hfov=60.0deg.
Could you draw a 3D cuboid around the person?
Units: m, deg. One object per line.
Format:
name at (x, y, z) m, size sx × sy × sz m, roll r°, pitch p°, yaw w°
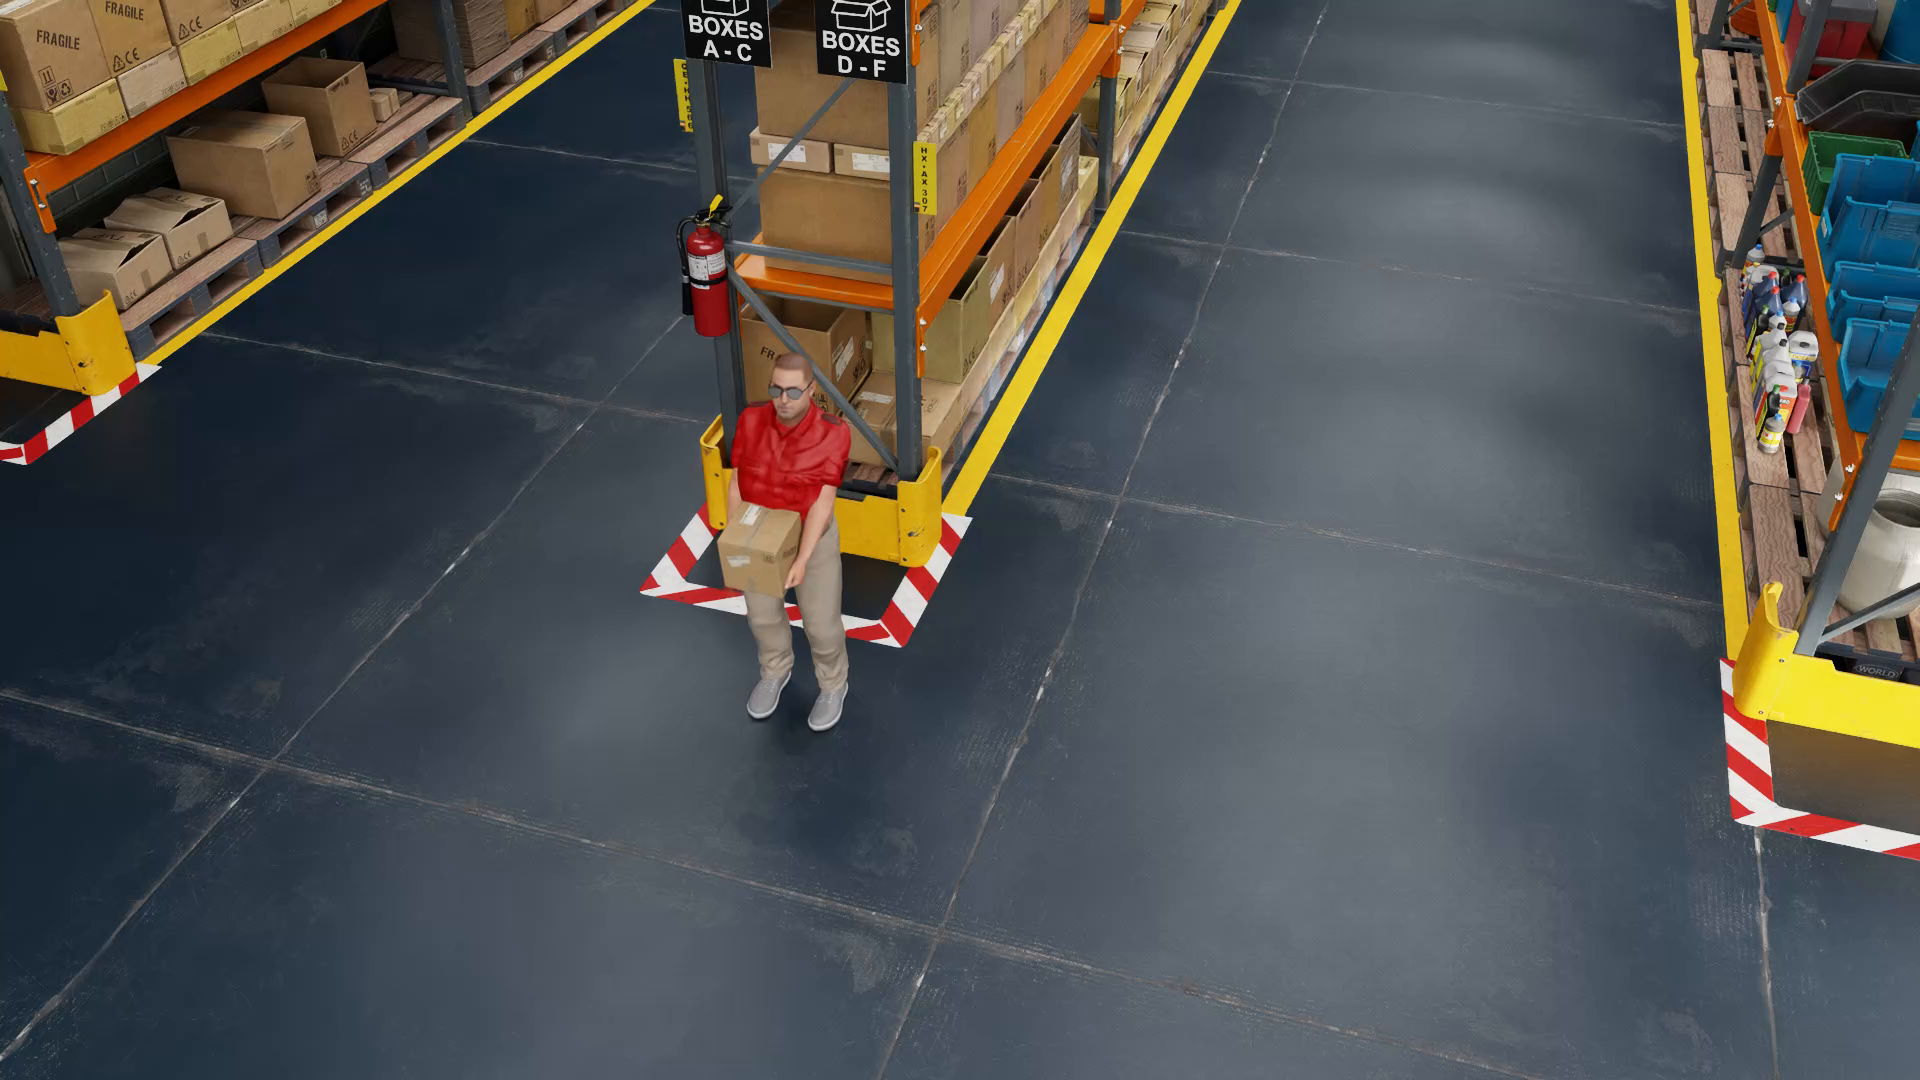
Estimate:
person at (-0.714, 0.066, 6.828) m, size 0.494 × 1.714 × 0.530 m, roll 11°, pitch 38°, yaw 15°
